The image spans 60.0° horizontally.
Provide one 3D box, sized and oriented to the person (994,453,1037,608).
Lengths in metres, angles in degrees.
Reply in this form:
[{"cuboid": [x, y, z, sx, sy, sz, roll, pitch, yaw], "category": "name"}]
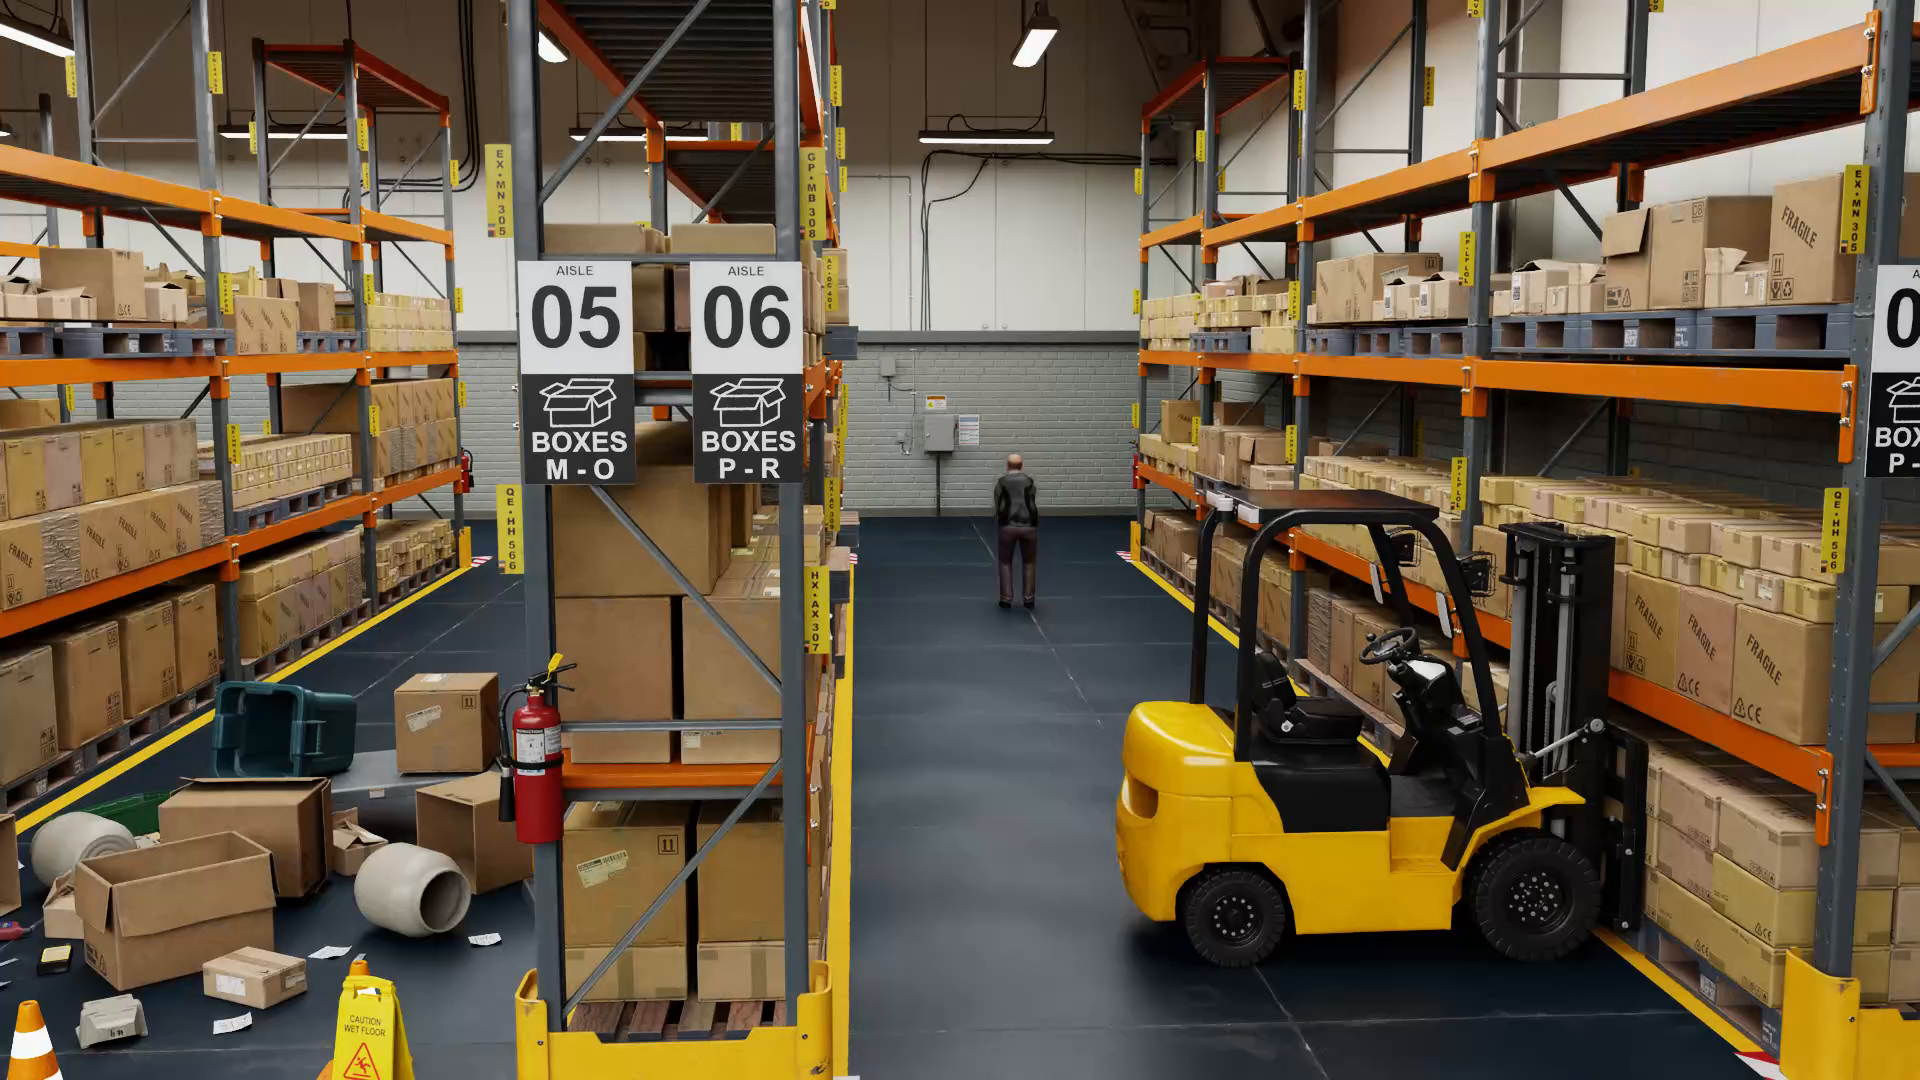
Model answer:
[{"cuboid": [0.611, -0.110, 18.422, 0.479, 1.691, 0.572, -1, 7, -5], "category": "person"}]
